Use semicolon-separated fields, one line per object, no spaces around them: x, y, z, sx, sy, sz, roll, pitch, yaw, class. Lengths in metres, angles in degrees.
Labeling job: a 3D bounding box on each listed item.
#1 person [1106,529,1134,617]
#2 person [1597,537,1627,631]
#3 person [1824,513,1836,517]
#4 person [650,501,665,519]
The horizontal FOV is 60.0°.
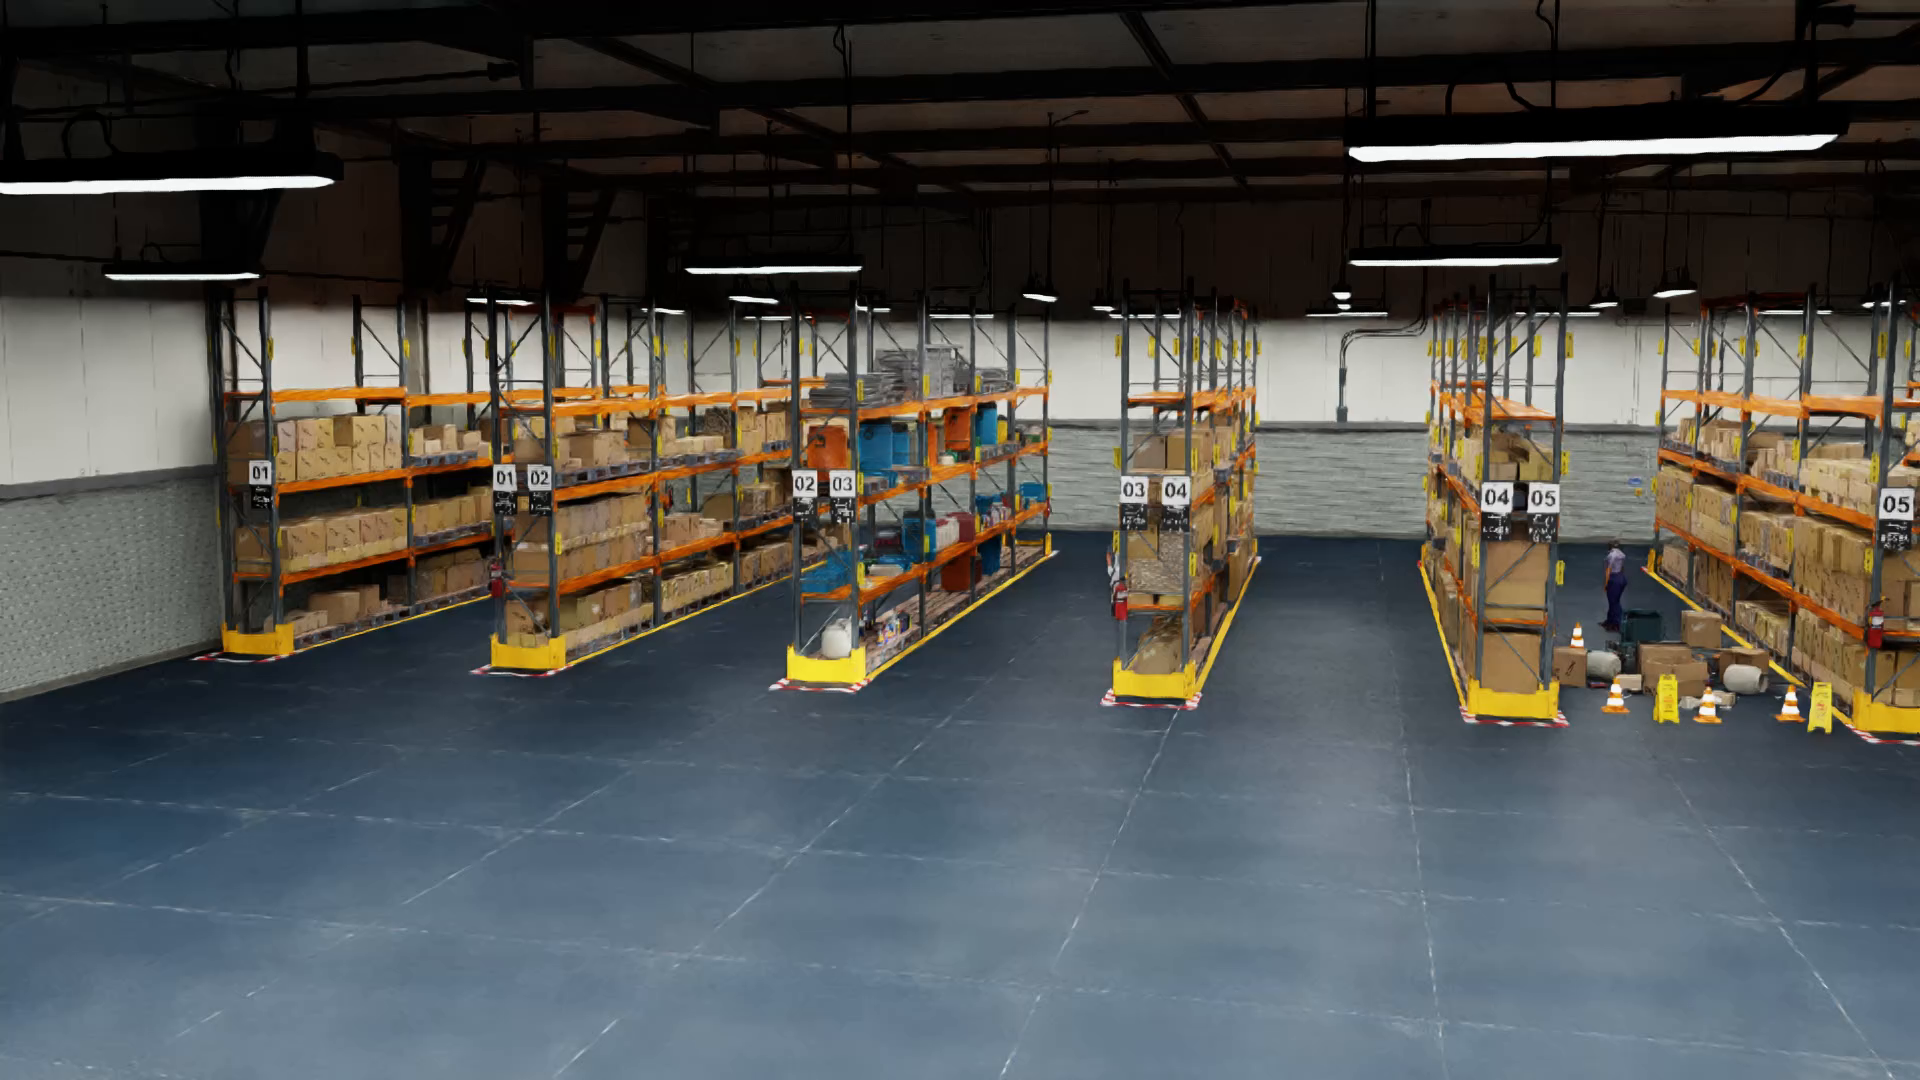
3.059;0.584;31.049;0.677;1.742;0.552;1;7;13;person
11.657;0.770;29.732;0.556;1.632;0.598;6;9;42;person
19.286;-0.112;36.989;0.557;1.770;0.685;-1;7;-8;person
-7.009;-0.216;38.720;0.430;1.540;0.948;1;7;12;person
